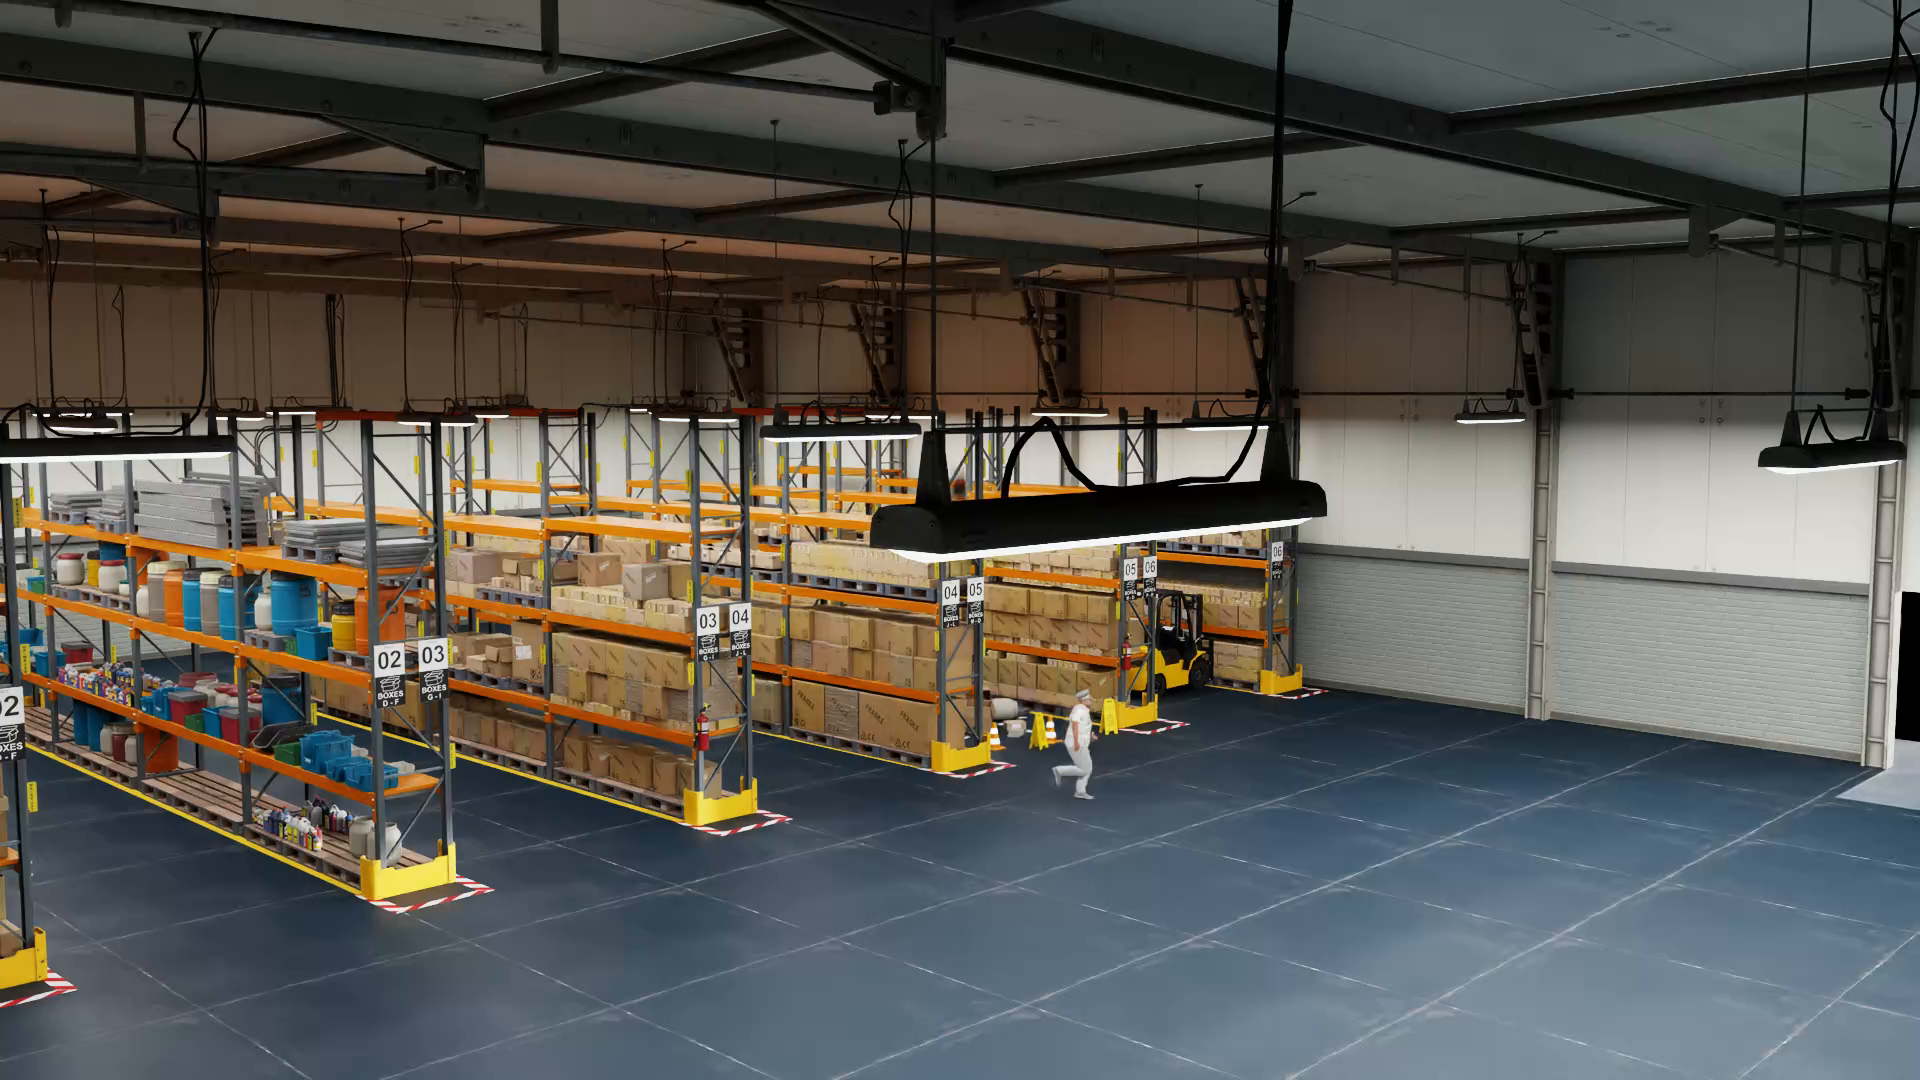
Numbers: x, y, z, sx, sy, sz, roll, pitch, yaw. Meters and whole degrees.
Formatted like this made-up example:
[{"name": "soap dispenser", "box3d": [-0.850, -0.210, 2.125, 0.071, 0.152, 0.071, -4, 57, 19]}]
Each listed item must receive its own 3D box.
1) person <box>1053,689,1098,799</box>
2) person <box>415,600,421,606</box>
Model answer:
[{"name": "person", "box3d": [1.801, 3.196, 25.951, 0.719, 1.741, 0.696, 0, 5, -1]}, {"name": "person", "box3d": [-12.358, 2.182, 37.906, 0.589, 1.636, 0.536, -3, 6, -28]}]
